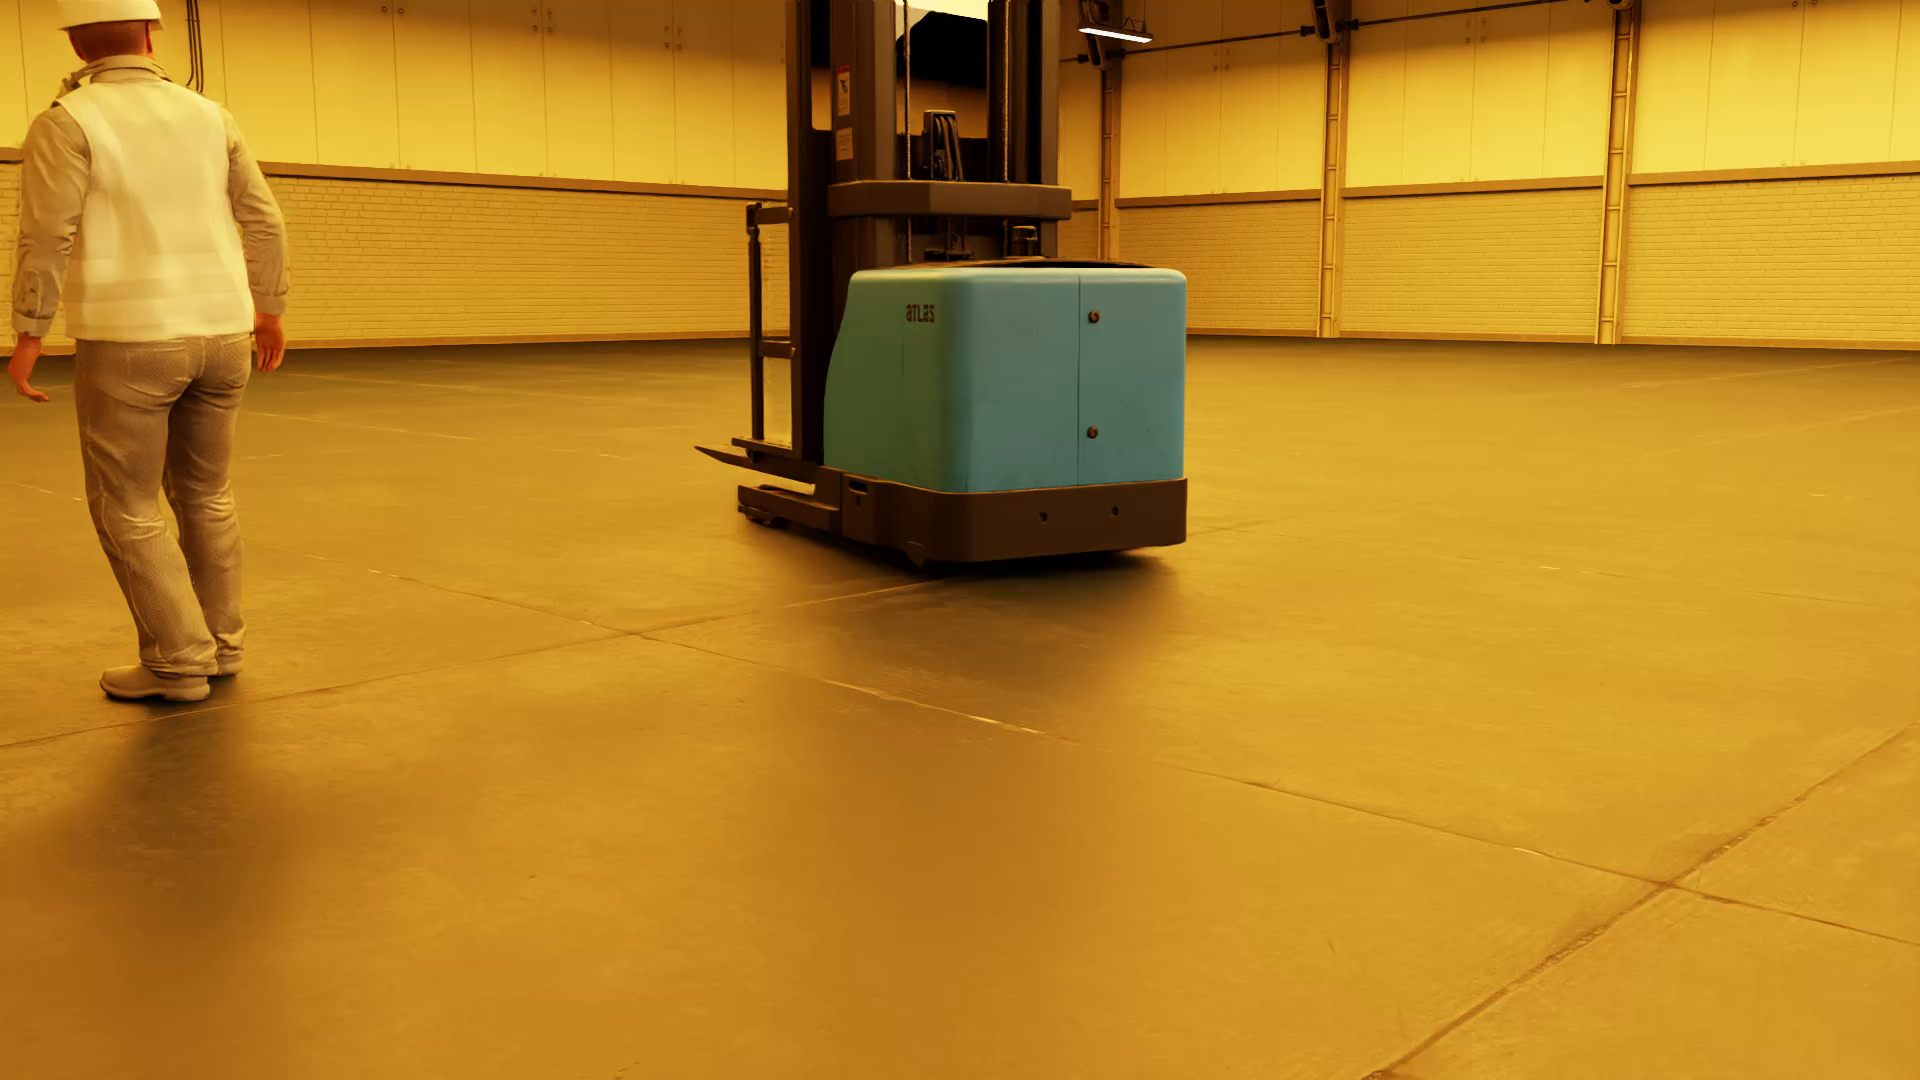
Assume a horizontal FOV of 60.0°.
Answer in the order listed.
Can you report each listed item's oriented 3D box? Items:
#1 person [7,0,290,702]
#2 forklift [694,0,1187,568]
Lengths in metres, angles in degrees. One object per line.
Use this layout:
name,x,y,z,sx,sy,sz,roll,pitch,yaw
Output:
person,-2.025,-0.500,4.114,0.481,1.765,0.713,5,10,28
forklift,-0.311,-1.529,7.026,1.130,2.935,3.031,-5,10,-29
